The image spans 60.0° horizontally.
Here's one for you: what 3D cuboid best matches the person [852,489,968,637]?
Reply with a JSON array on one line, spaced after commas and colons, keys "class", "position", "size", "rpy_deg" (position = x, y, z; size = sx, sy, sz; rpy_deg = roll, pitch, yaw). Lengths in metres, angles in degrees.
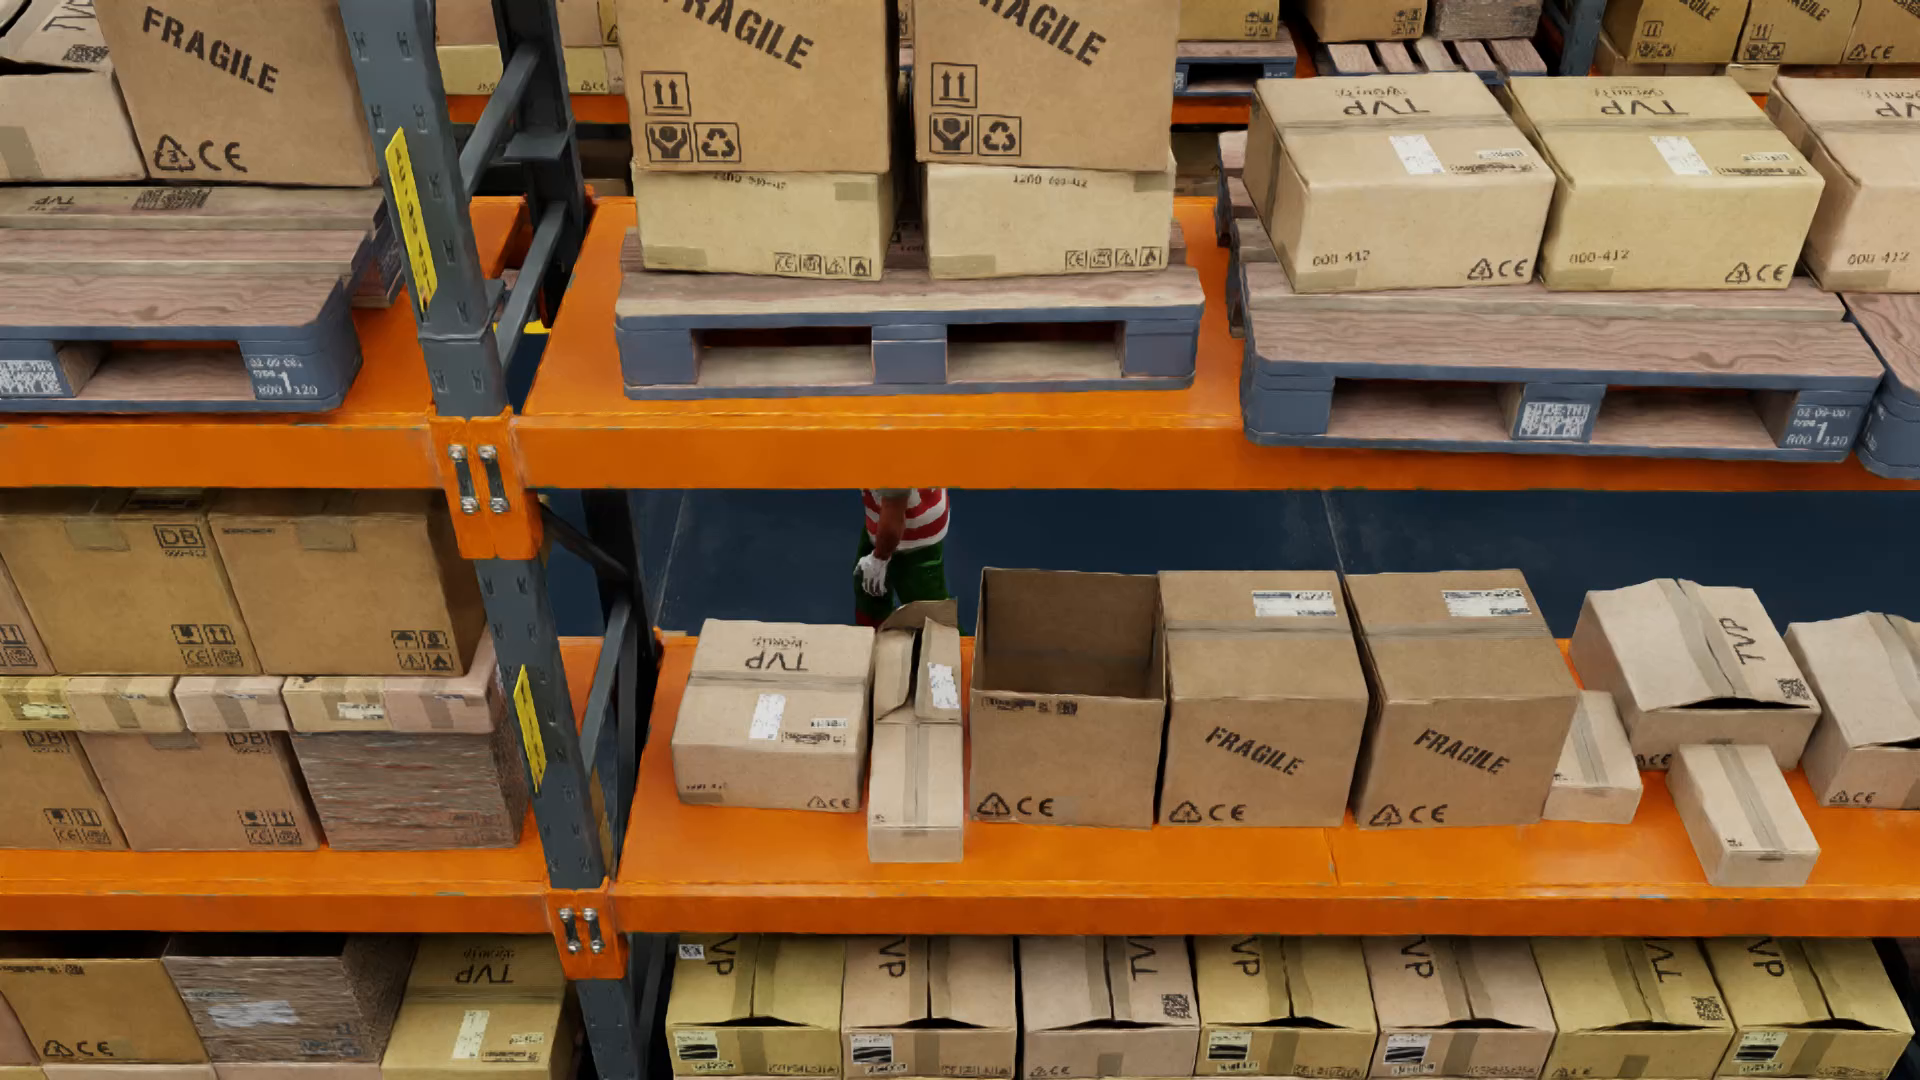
[{"class": "person", "position": [-0.284, -0.049, 6.179], "size": [0.693, 1.777, 0.535], "rpy_deg": [0, 39, -1]}]
